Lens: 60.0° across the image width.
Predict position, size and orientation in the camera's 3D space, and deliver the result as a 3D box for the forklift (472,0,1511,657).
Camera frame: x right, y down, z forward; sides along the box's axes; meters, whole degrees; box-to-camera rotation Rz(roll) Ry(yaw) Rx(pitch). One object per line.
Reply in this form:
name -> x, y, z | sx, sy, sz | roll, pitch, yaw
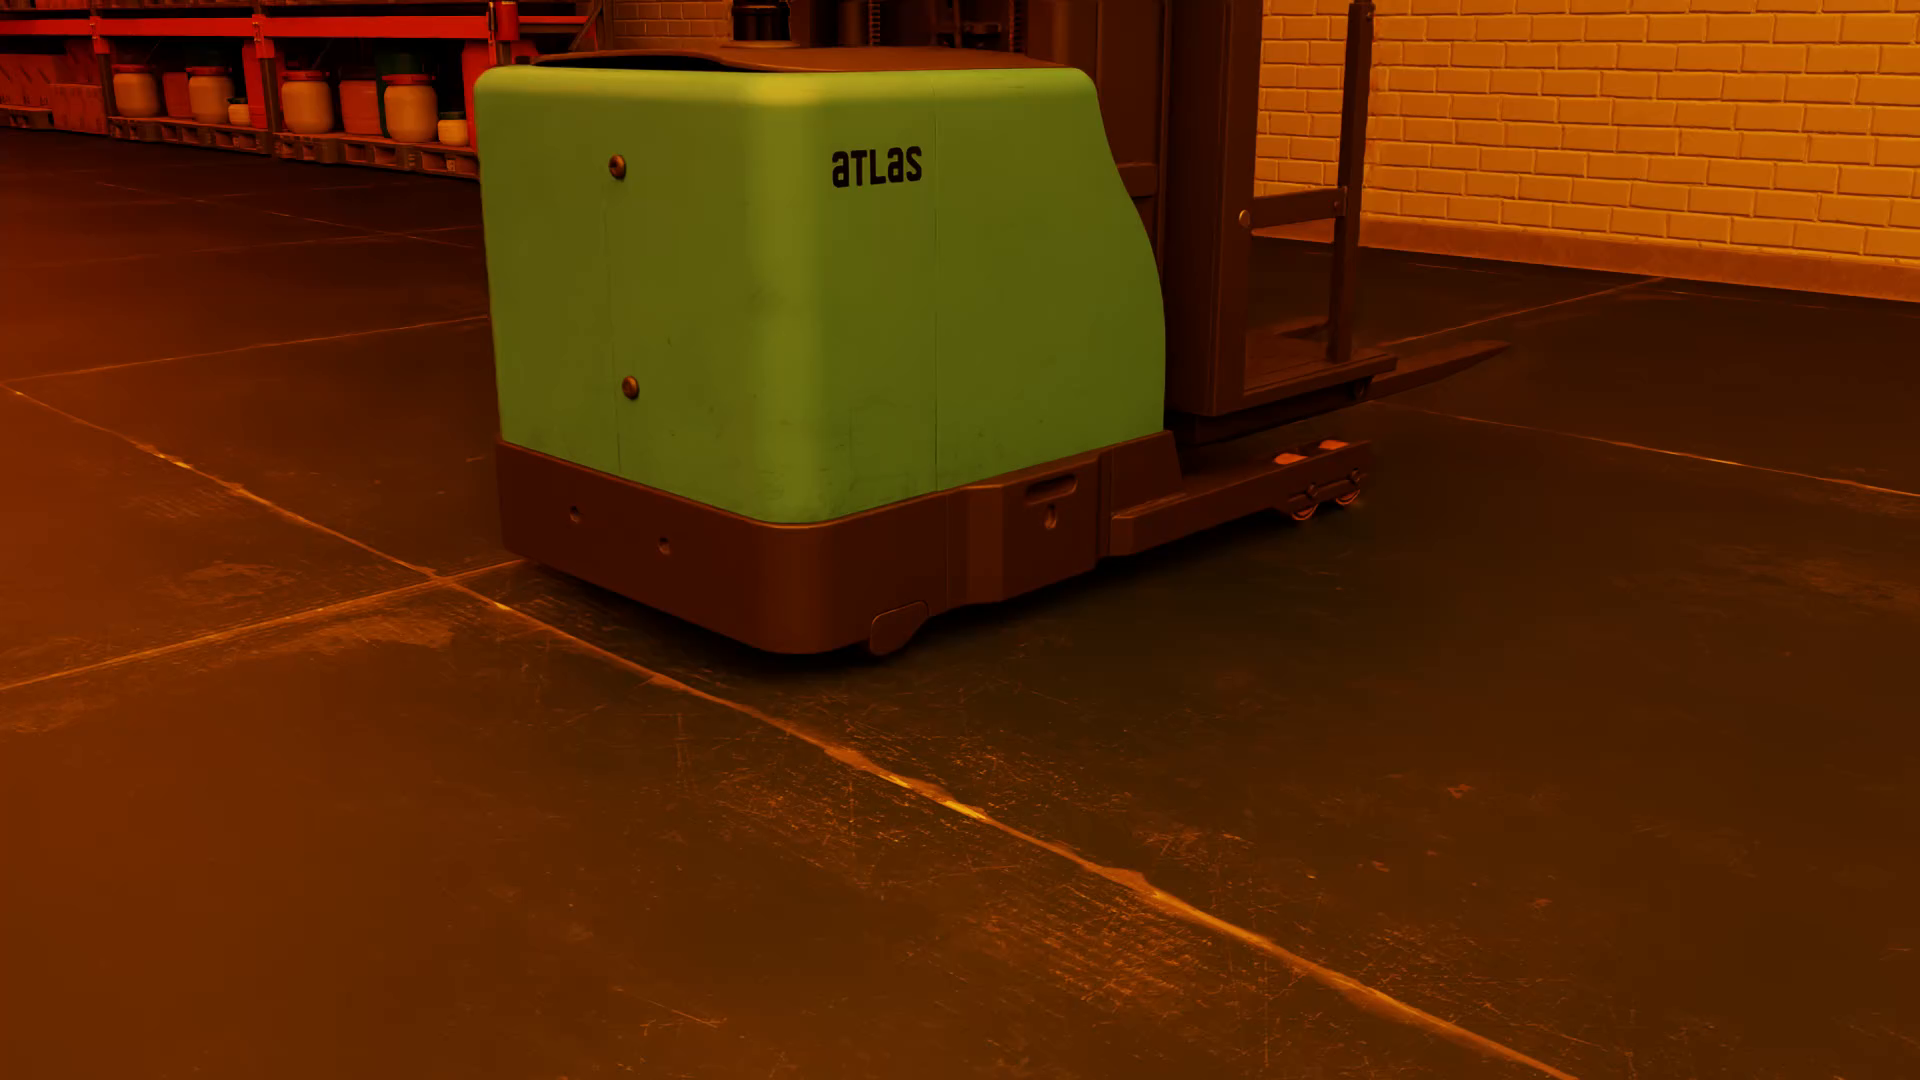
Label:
forklift -> 0.392, -1.539, 3.913 | 1.130, 2.935, 3.031 | 16, 23, 42
